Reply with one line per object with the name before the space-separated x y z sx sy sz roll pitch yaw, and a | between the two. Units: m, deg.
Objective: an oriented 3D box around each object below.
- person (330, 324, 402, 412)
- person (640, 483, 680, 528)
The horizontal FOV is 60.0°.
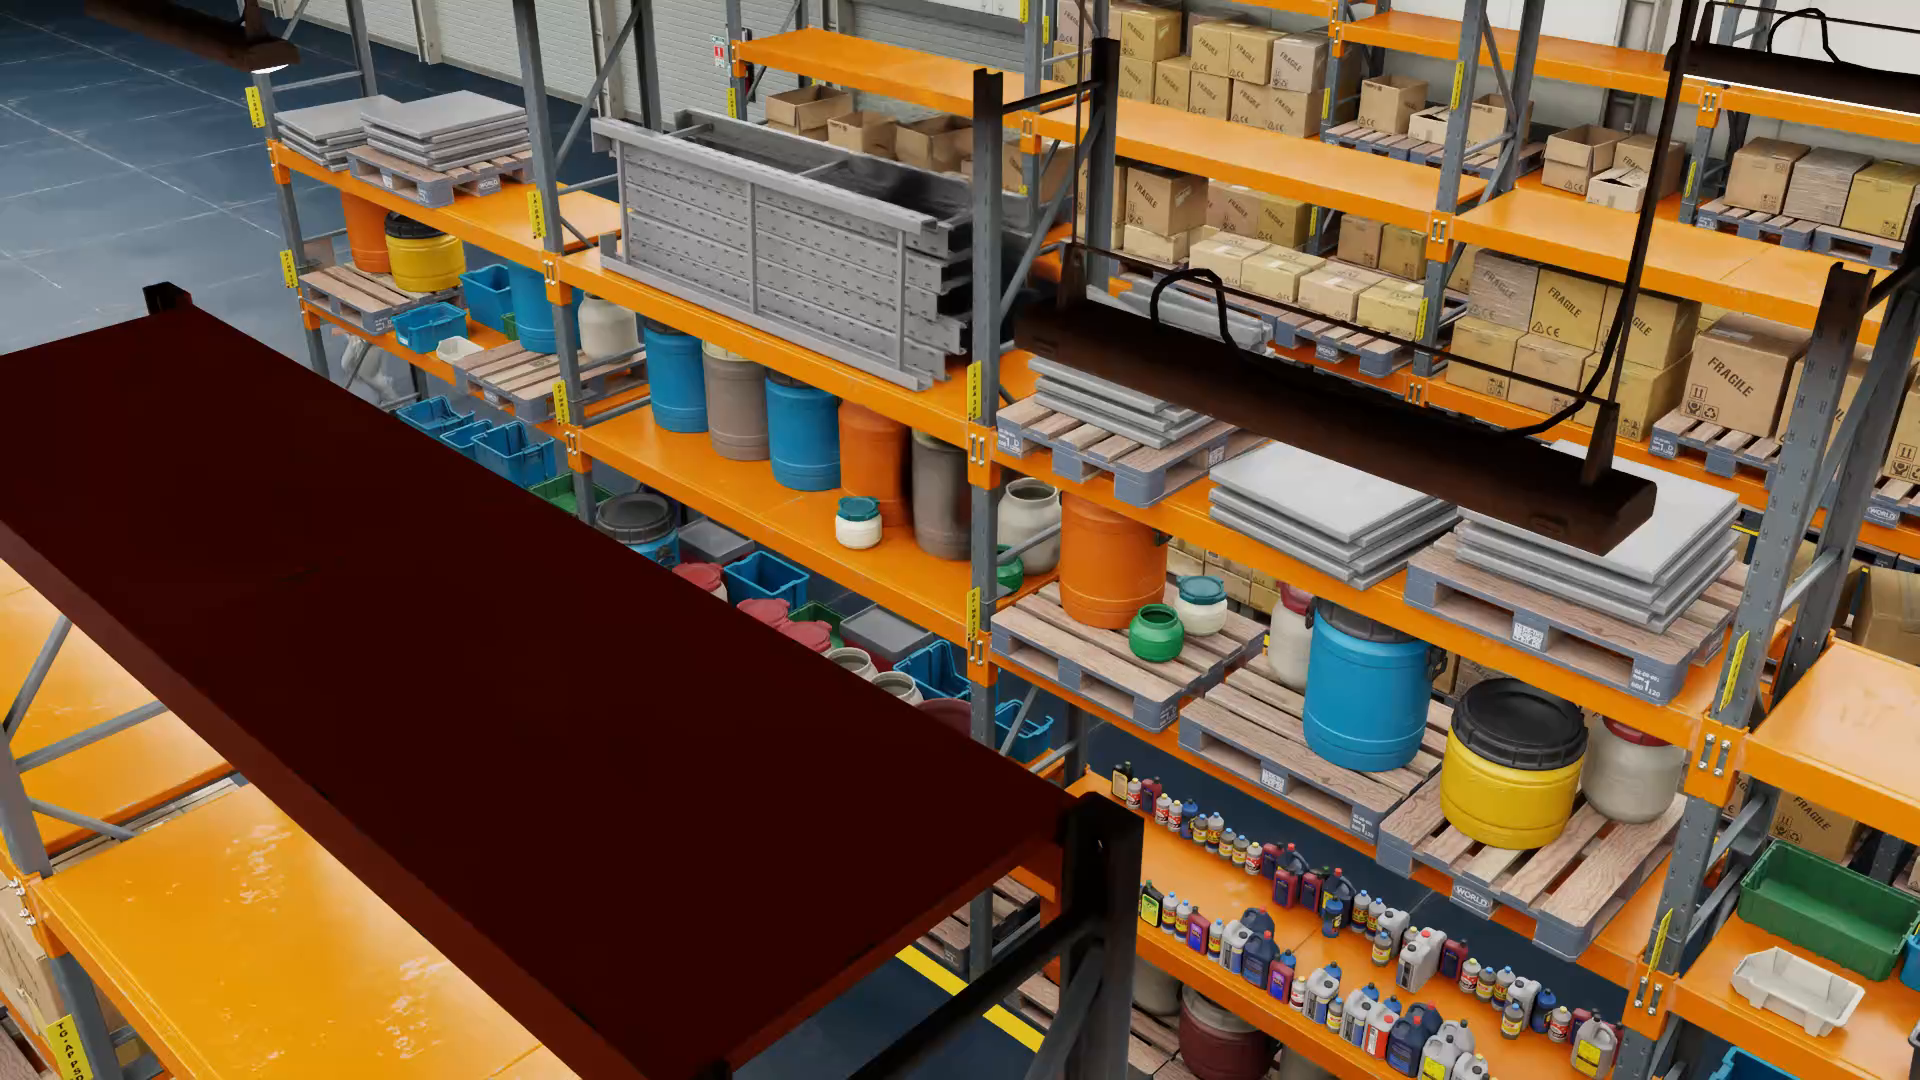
person | -6.627 -2.218 18.393 0.612 1.744 0.653 -13 32 -21
person | -2.794 -0.679 15.820 0.539 1.593 0.605 20 35 31
